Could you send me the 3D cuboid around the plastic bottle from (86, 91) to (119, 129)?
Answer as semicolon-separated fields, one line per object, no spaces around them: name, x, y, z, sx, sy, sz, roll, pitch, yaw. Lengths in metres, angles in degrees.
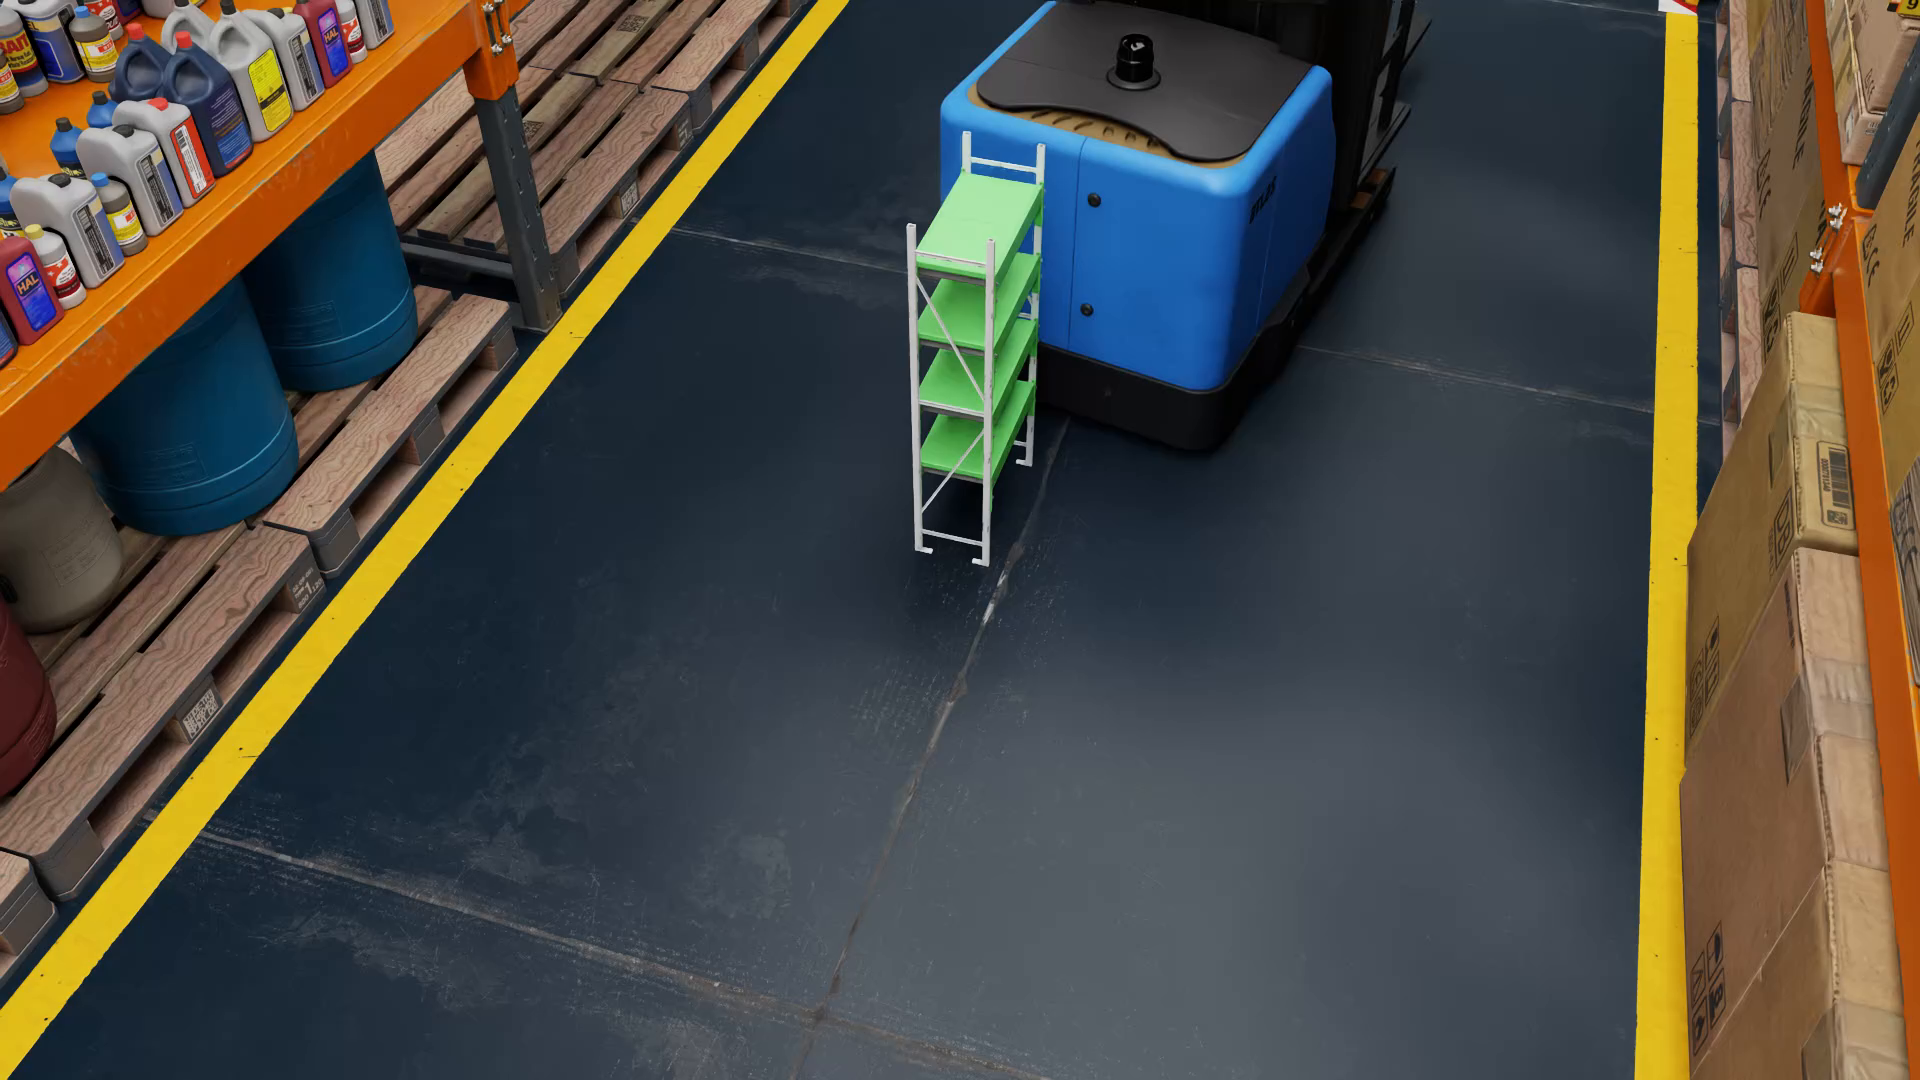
plastic bottle;-2.145;-1.014;4.234;0.097;0.271;0.097;0;44;0

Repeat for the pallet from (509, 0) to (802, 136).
pallet;-1.393;-2.274;7.423;1.003;0.211;1.213;13;46;13

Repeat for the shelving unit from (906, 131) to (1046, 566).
shelving unit;0.050;-0.539;4.943;0.258;1.200;0.503;13;46;13

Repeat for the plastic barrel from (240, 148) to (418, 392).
plastic barrel;-2.127;-0.998;5.325;0.600;0.901;0.708;13;46;13

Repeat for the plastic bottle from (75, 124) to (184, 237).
plastic bottle;-2.062;-0.912;4.126;0.152;0.276;0.135;13;46;13

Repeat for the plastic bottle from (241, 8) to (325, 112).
plastic bottle;-1.868;-1.338;4.561;0.152;0.276;0.135;13;46;13

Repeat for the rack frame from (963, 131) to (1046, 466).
rack frame;0.124;-0.702;5.109;0.240;1.200;0.015;13;46;13

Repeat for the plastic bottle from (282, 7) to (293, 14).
plastic bottle;-1.865;-1.396;4.674;0.097;0.201;0.097;0;44;0

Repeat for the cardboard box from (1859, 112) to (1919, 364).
cardboard box;2.397;-0.690;3.739;0.500;0.500;0.500;13;46;13

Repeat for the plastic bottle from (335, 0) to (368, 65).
plastic bottle;-1.767;-1.472;4.751;0.097;0.201;0.097;0;44;0

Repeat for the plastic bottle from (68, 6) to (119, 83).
plastic bottle;-2.436;-1.400;4.678;0.097;0.201;0.097;0;44;0

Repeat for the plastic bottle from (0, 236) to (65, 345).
plastic bottle;-2.159;-0.596;3.798;0.061;0.283;0.133;13;46;13

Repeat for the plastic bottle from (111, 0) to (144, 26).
plastic bottle;-2.504;-1.672;4.898;0.061;0.283;0.133;13;46;13

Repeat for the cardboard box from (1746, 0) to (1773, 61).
cardboard box;3.868;-2.521;6.901;0.875;0.875;0.875;13;46;13

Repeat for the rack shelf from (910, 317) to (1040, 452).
rack shelf;0.050;-0.494;4.988;0.258;0.148;0.480;13;46;13

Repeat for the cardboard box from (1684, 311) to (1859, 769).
cardboard box;2.599;0.132;4.189;1.225;0.875;0.875;13;46;13

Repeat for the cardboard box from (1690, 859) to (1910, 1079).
cardboard box;2.069;1.320;2.976;1.225;0.875;0.875;13;46;13

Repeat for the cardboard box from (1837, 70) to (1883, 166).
cardboard box;2.554;-1.091;4.399;0.380;0.149;0.250;13;46;13

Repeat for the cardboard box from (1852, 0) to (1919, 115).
cardboard box;2.658;-1.310;4.339;0.500;0.250;0.500;12;46;12

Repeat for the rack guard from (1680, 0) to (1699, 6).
rack guard;3.993;-2.697;7.648;1.175;0.500;0.348;13;46;13

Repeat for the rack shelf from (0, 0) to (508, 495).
rack shelf;-2.552;-0.367;3.994;1.077;0.370;4.000;13;46;13

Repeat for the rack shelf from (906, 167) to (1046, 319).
rack shelf;0.050;-0.837;4.652;0.258;0.148;0.480;13;46;13

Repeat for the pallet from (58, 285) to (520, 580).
pallet;-2.220;-0.455;5.564;1.003;0.211;1.213;13;46;13

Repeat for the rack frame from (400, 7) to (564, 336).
rack frame;-1.946;-1.957;5.105;1.000;3.000;0.127;13;46;13

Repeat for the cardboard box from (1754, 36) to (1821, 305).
cardboard box;3.323;-1.321;5.675;0.875;0.875;0.875;13;46;13

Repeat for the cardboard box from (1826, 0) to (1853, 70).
cardboard box;2.710;-1.433;4.750;0.380;0.149;0.250;12;46;12

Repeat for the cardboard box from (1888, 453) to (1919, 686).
cardboard box;2.093;-0.021;3.055;0.500;0.500;0.500;12;46;12

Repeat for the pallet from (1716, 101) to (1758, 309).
pallet;3.447;-1.217;6.343;1.003;0.211;1.213;13;46;12

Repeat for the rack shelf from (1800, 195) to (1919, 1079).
rack shelf;2.168;0.682;2.922;1.077;0.370;4.000;13;46;13

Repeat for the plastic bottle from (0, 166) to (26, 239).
plastic bottle;-2.256;-0.770;3.984;0.097;0.271;0.097;0;44;0

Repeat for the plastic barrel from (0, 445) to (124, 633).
plastic barrel;-2.598;-0.029;4.614;0.421;0.512;0.421;0;44;0

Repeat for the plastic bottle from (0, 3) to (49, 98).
plastic bottle;-2.622;-1.368;4.595;0.097;0.271;0.097;0;44;0

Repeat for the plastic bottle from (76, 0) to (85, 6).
plastic bottle;-2.551;-1.522;4.753;0.097;0.271;0.097;0;44;0

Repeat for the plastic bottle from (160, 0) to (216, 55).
plastic bottle;-2.050;-1.288;4.457;0.144;0.351;0.185;13;46;13

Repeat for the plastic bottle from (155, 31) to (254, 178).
plastic bottle;-1.969;-1.134;4.299;0.144;0.351;0.185;13;46;13

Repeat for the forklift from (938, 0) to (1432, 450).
forklift;1.059;-2.371;5.577;1.130;2.935;3.031;20;48;20

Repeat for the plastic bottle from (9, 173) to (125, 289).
plastic bottle;-2.132;-0.757;3.968;0.152;0.276;0.135;13;46;13

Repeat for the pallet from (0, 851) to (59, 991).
pallet;-2.959;1.172;3.902;1.003;0.211;1.213;13;46;13
